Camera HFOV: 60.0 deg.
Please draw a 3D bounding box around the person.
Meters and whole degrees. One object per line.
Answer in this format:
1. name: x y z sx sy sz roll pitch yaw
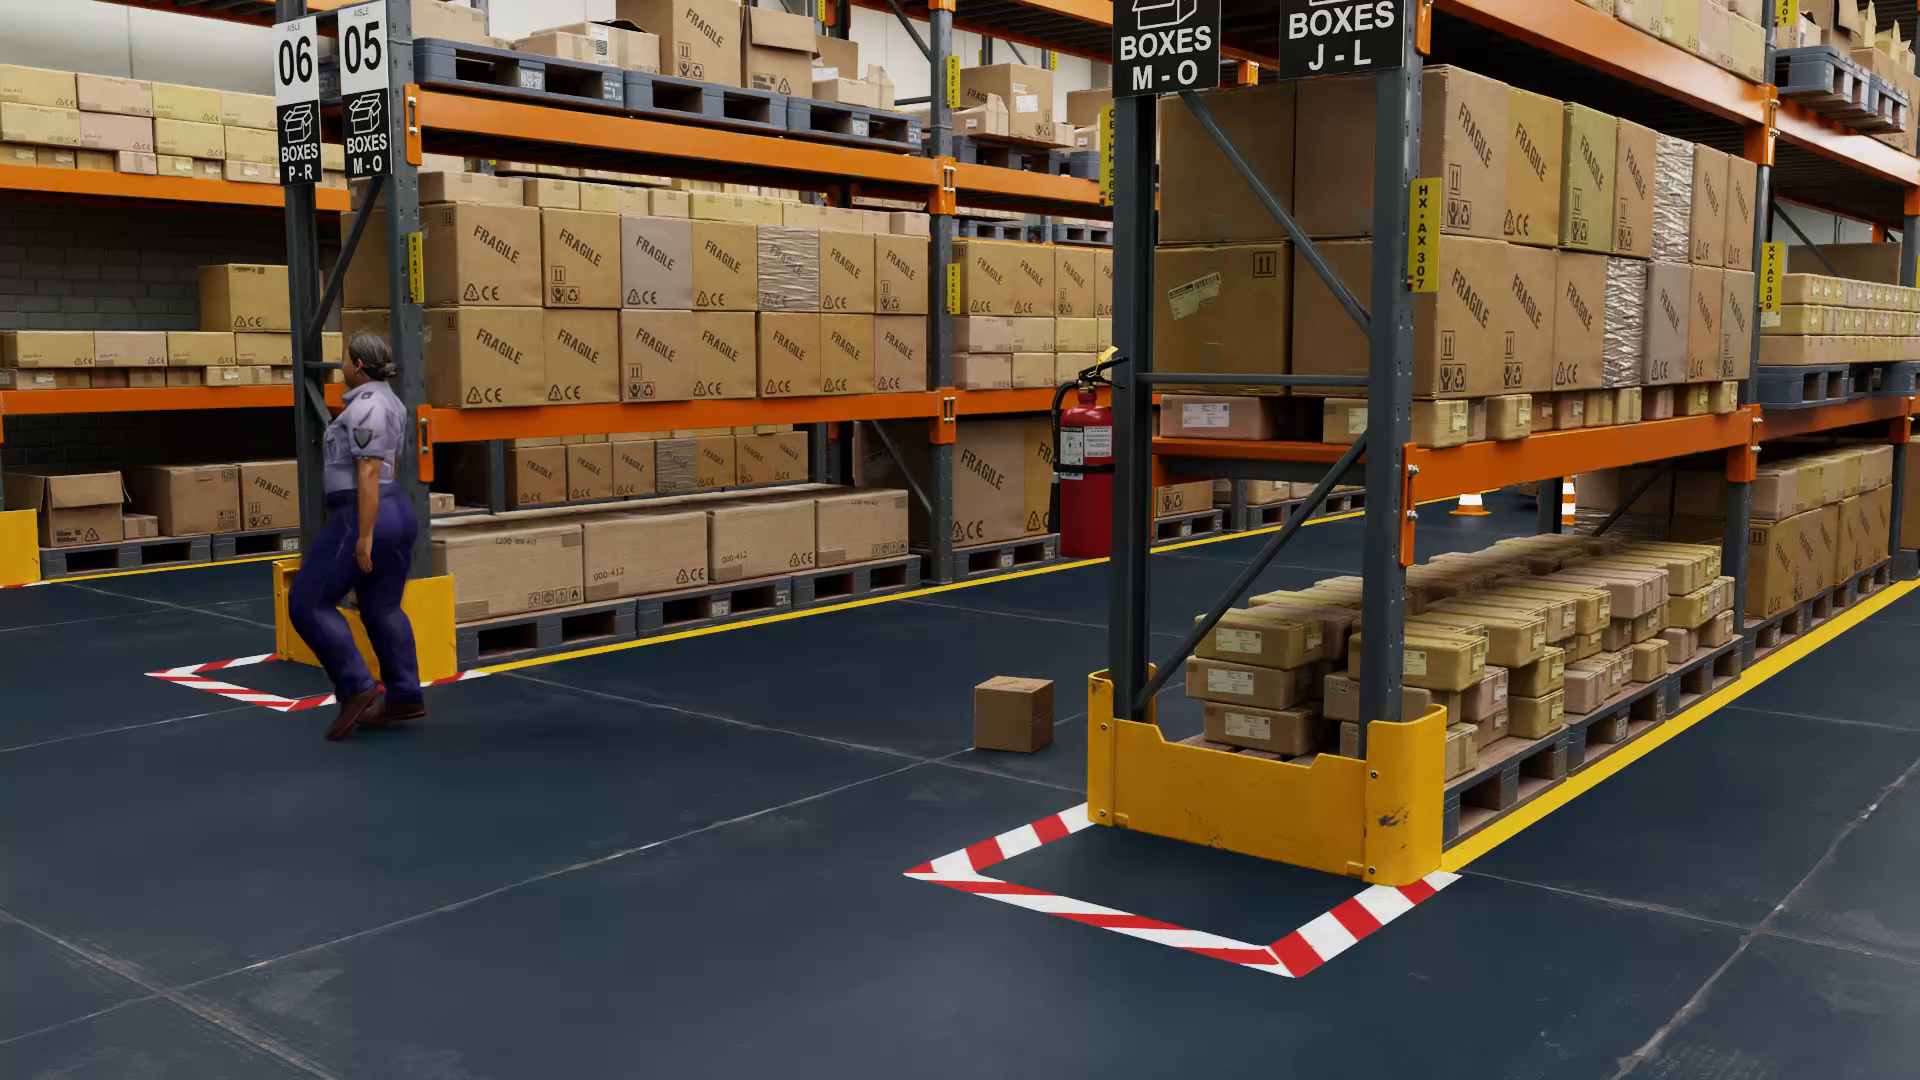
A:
1. person: -2.511 -0.019 6.950 0.484 1.685 0.518 0 7 -1
